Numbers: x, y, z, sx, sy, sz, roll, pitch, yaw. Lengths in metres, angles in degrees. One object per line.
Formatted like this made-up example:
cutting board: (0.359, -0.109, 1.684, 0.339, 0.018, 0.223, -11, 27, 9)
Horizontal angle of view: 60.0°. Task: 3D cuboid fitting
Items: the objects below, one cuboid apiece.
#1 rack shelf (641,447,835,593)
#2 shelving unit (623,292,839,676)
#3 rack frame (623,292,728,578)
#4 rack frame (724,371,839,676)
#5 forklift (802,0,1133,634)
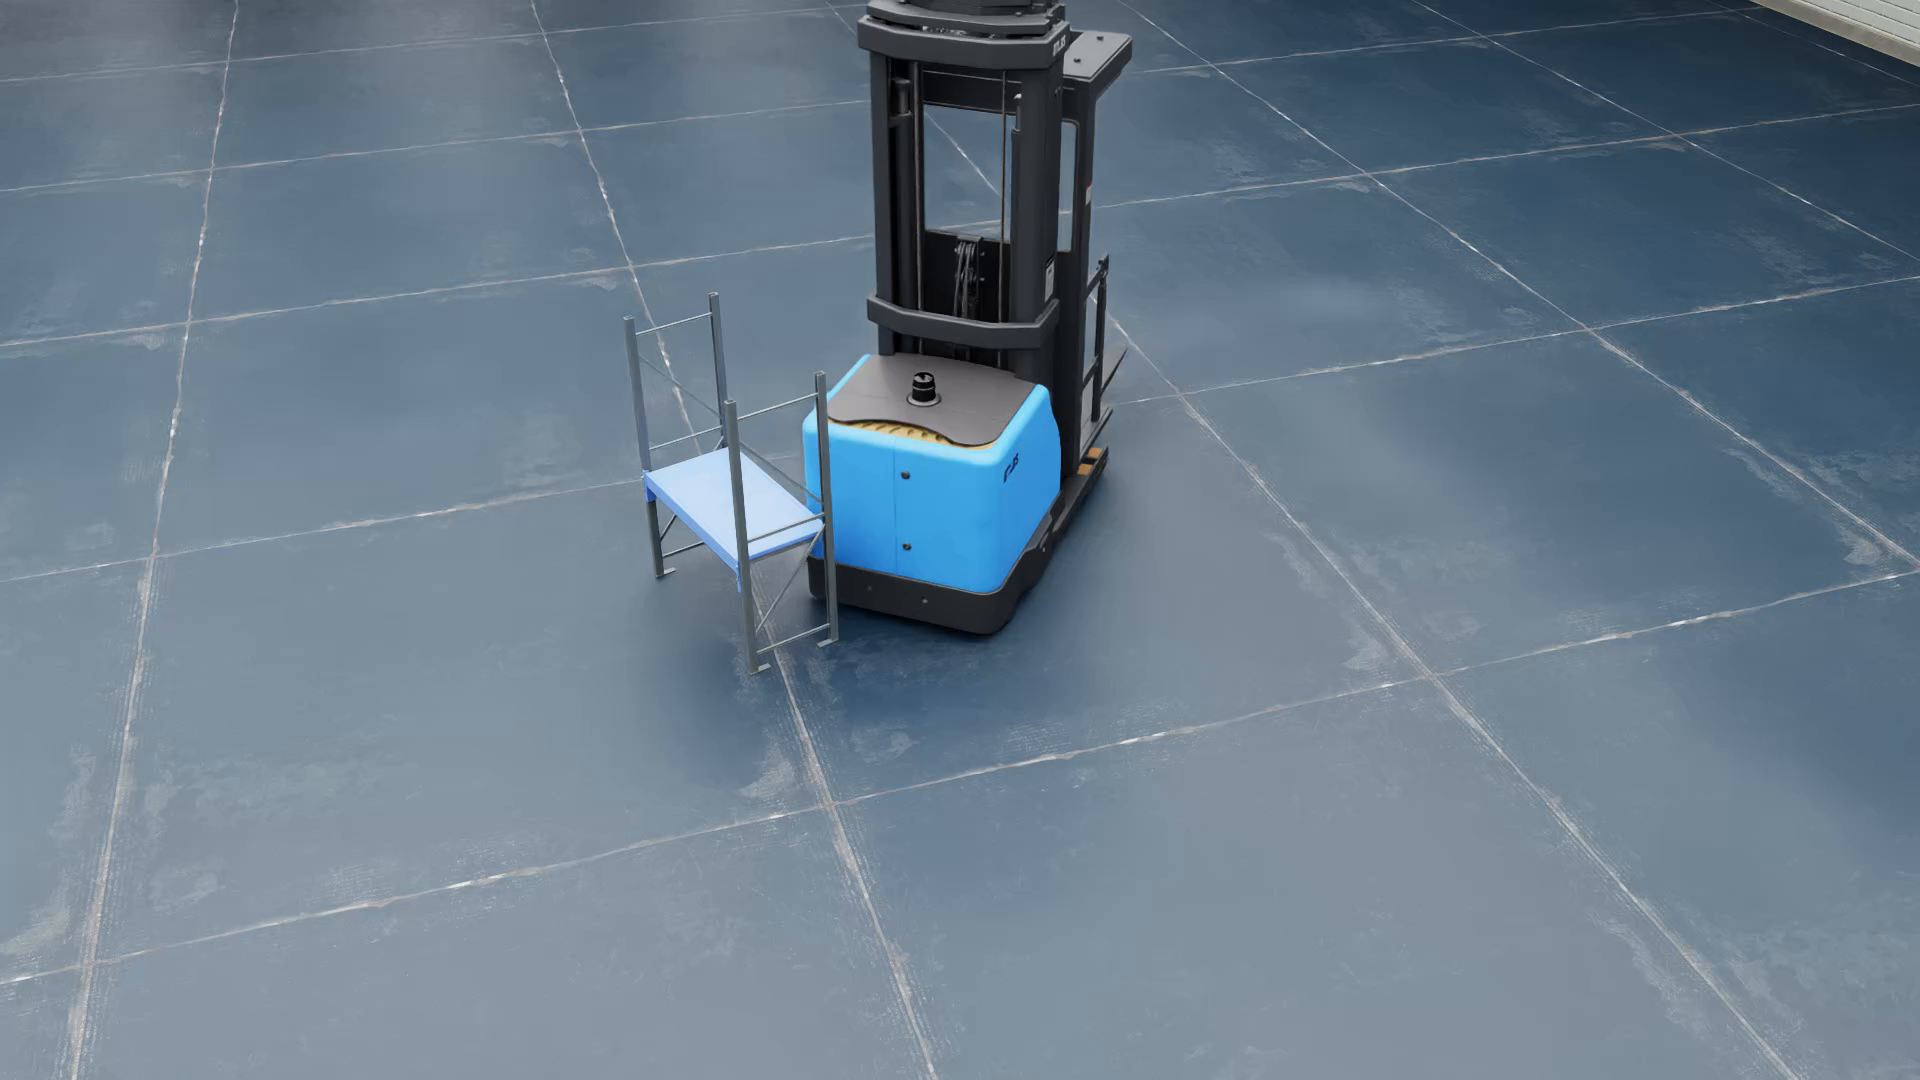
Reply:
rack shelf: (-1.109, -0.132, 8.235, 0.538, 0.185, 1.000, -21, 39, -29)
shelving unit: (-1.109, -0.282, 8.136, 0.538, 1.500, 1.048, -21, 39, -29)
rack frame: (-1.401, -0.512, 8.484, 0.500, 1.500, 0.032, -21, 39, -29)
rack frame: (-0.818, -0.053, 7.789, 0.500, 1.500, 0.032, -21, 39, -29)
forklift: (0.215, -1.564, 8.777, 1.130, 2.935, 3.031, 12, 35, 17)
